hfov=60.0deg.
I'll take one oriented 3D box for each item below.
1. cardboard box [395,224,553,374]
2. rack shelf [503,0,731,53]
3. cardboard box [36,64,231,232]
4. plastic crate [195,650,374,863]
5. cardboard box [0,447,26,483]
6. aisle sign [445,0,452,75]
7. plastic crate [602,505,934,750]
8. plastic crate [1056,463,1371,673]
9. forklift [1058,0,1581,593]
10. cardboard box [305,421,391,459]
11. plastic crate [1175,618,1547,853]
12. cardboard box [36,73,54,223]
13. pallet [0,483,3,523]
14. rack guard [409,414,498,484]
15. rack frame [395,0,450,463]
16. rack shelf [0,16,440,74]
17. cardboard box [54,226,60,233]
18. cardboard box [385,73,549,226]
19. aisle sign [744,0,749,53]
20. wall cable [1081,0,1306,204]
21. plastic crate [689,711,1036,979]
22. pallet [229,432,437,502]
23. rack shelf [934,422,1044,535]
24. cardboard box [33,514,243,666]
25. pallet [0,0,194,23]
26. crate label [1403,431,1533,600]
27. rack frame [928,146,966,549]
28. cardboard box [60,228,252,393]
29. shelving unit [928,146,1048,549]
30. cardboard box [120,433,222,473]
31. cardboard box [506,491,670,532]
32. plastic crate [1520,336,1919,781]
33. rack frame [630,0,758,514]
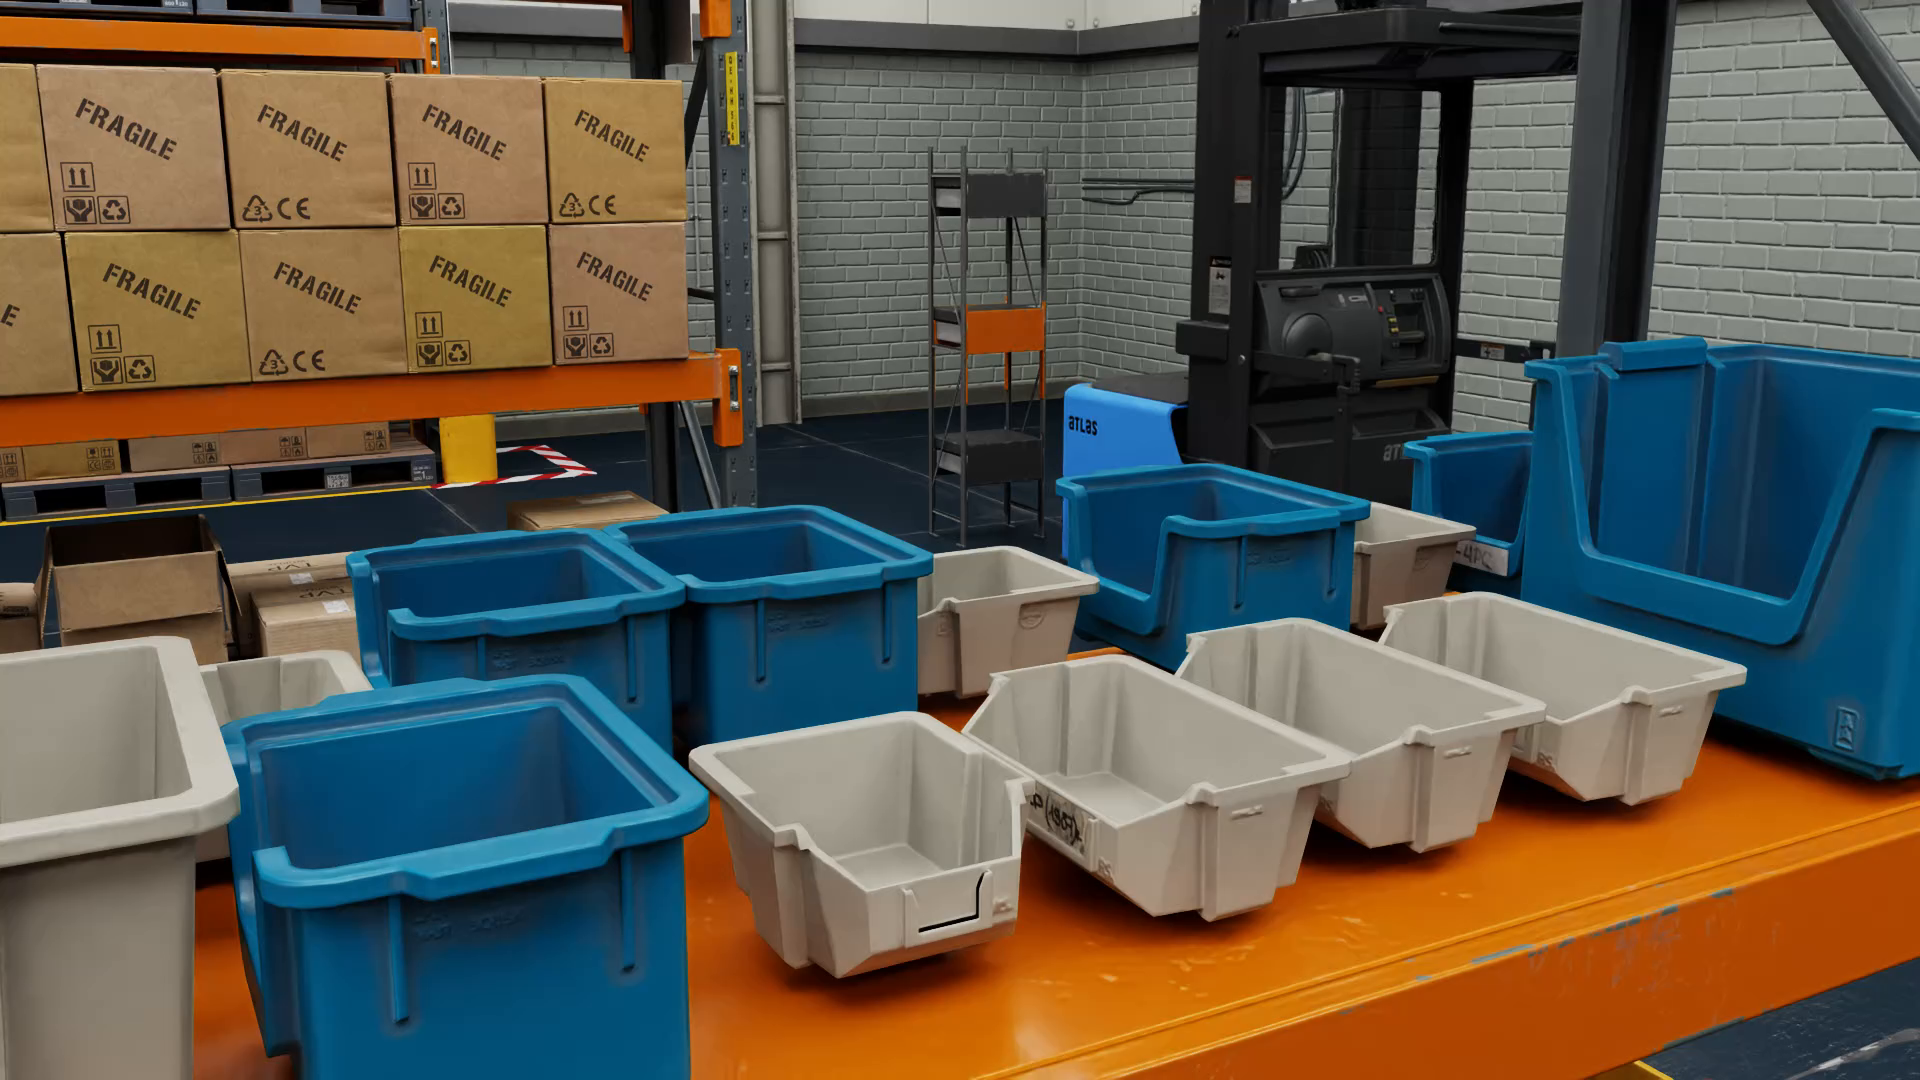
[{"bbox_3d":[-1.792,-0.887,5.992,0.500,0.500,0.500,-7,14,-27],"label":"cardboard box"},{"bbox_3d":[-2.832,-1.895,5.506,4.000,0.370,1.077,-7,14,-28],"label":"rack shelf"},{"bbox_3d":[-2.682,-1.267,5.403,0.500,0.500,0.500,-6,14,-26],"label":"cardboard box"},{"bbox_3d":[-0.832,0.241,1.672,0.466,0.136,0.293,-7,14,-28],"label":"plastic crate"},{"bbox_3d":[-5.816,-0.623,9.783,0.500,0.500,0.700,-7,14,-28],"label":"cardboard box"},{"bbox_3d":[-3.246,-3.166,10.423,0.004,0.787,0.394,-7,14,-28],"label":"aisle sign"},{"bbox_3d":[-0.236,0.115,2.010,0.300,0.233,0.416,-7,14,-28],"label":"plastic crate"},{"bbox_3d":[0.342,0.046,2.318,0.300,0.233,0.416,-7,14,-28],"label":"plastic crate"},{"bbox_3d":[1.618,-0.837,6.154,1.130,2.935,3.031,-7,15,-30],"label":"forklift"},{"bbox_3d":[-4.019,-0.840,10.747,0.500,0.500,0.700,-7,14,-28],"label":"cardboard box"},{"bbox_3d":[0.404,0.209,1.811,0.243,0.136,0.396,-7,14,-28],"label":"plastic crate"},{"bbox_3d":[-3.376,-1.320,5.636,0.500,0.500,0.500,-7,14,-27],"label":"cardboard box"},{"bbox_3d":[-6.259,-0.231,9.656,1.213,0.211,1.003,-7,14,-28],"label":"pallet"},{"bbox_3d":[-3.432,-0.731,11.217,0.348,0.500,1.175,-7,14,-28],"label":"rack guard"},{"bbox_3d":[-3.453,-1.948,10.931,0.127,3.000,1.000,-7,14,-28],"label":"rack frame"},{"bbox_3d":[-5.208,-2.850,9.746,4.000,0.370,1.077,-7,14,-28],"label":"rack shelf"},{"bbox_3d":[-3.370,-0.832,5.748,0.500,0.500,0.500,-6,14,-27],"label":"cardboard box"},{"bbox_3d":[-1.778,-1.377,5.890,0.500,0.500,0.500,-6,14,-26],"label":"cardboard box"},{"bbox_3d":[-0.869,-2.210,6.175,0.004,0.787,0.394,-7,14,-28],"label":"aisle sign"},{"bbox_3d":[1.683,-3.886,12.951,0.112,2.526,3.097,-7,14,-28],"label":"wall cable"},{"bbox_3d":[-0.080,0.278,1.505,0.250,0.136,0.298,-7,14,-28],"label":"plastic crate"},{"bbox_3d":[-4.117,-0.488,10.797,1.213,0.211,1.003,-7,14,-28],"label":"pallet"},{"bbox_3d":[0.145,-0.346,9.113,0.480,0.518,0.431,-7,14,-28],"label":"rack shelf"},{"bbox_3d":[-2.940,0.232,5.930,0.637,0.503,0.797,-7,14,-28],"label":"cardboard box"},{"bbox_3d":[-5.171,-3.158,9.682,1.213,0.211,1.003,-7,14,-28],"label":"pallet"},{"bbox_3d":[0.920,-0.023,2.626,0.303,0.233,0.416,-7,14,-28],"label":"crate label"},{"bbox_3d":[-0.069,-1.016,8.842,0.015,2.100,0.400,-7,14,-28],"label":"rack frame"},{"bbox_3d":[-2.675,-0.783,5.528,0.500,0.500,0.500,-7,14,-29],"label":"cardboard box"},{"bbox_3d":[0.145,-1.042,8.956,0.503,2.100,0.431,-7,14,-28],"label":"shelving unit"},{"bbox_3d":[-4.900,-0.734,10.277,0.500,0.500,0.700,-7,15,-30],"label":"cardboard box"},{"bbox_3d":[-1.435,0.116,6.452,0.500,0.500,0.500,-7,14,-28],"label":"cardboard box"},{"bbox_3d":[1.090,-0.014,2.121,0.499,0.435,0.616,-7,14,-28],"label":"plastic crate"},{"bbox_3d":[-1.076,-0.993,6.691,0.127,3.000,1.000,-7,14,-28],"label":"rack frame"}]
